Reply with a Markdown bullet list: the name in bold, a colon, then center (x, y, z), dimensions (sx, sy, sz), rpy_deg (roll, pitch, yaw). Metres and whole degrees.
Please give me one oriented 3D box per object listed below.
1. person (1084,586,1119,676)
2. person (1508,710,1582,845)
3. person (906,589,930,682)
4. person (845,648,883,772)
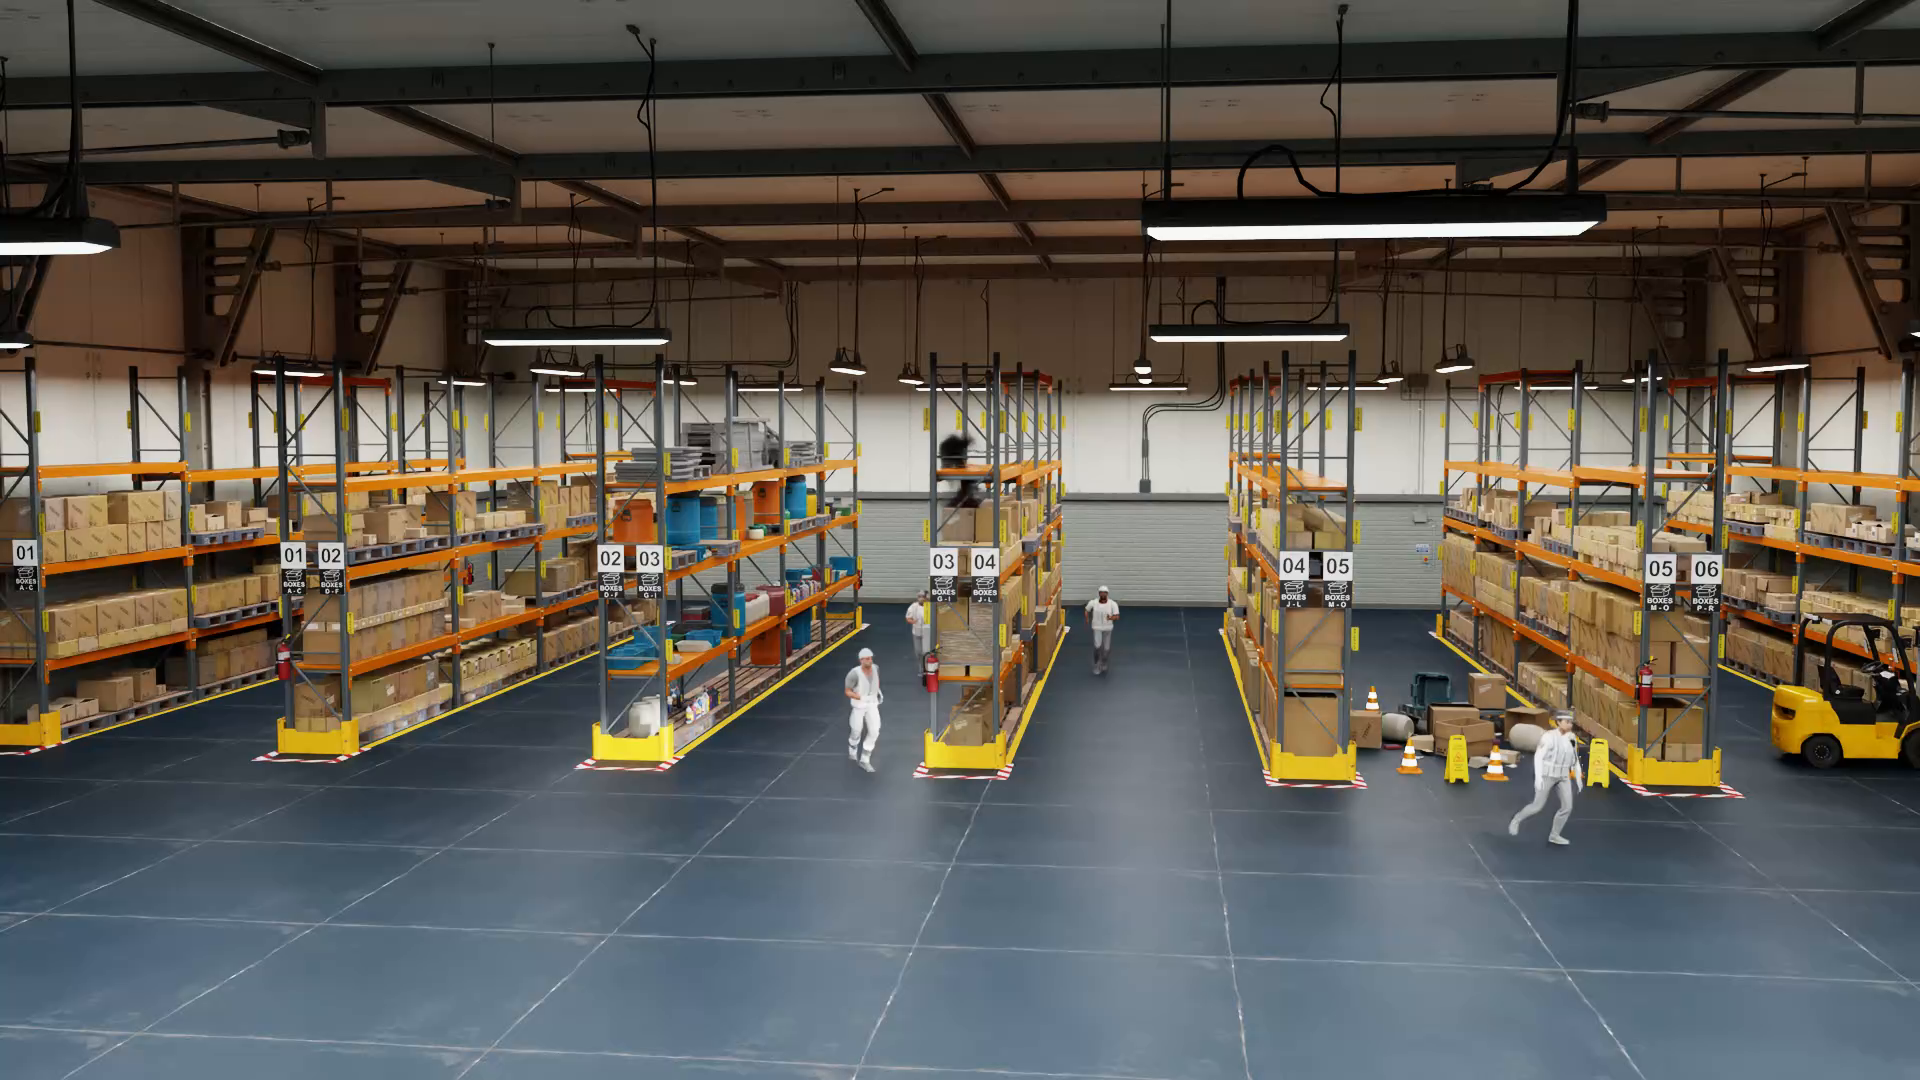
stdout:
- **person**: center (2.818, 1.794, 32.951), dimensions (0.667, 1.788, 0.721), rpy_deg (0, 4, 0)
- **person**: center (6.989, 2.788, 19.825), dimensions (0.707, 1.611, 0.647), rpy_deg (-1, 4, -18)
- **person**: center (-0.728, 1.851, 32.227), dimensions (0.622, 1.838, 0.854), rpy_deg (1, 4, 10)
- **person**: center (-1.415, 2.429, 24.086), dimensions (0.652, 1.794, 0.811), rpy_deg (-2, 4, -23)
